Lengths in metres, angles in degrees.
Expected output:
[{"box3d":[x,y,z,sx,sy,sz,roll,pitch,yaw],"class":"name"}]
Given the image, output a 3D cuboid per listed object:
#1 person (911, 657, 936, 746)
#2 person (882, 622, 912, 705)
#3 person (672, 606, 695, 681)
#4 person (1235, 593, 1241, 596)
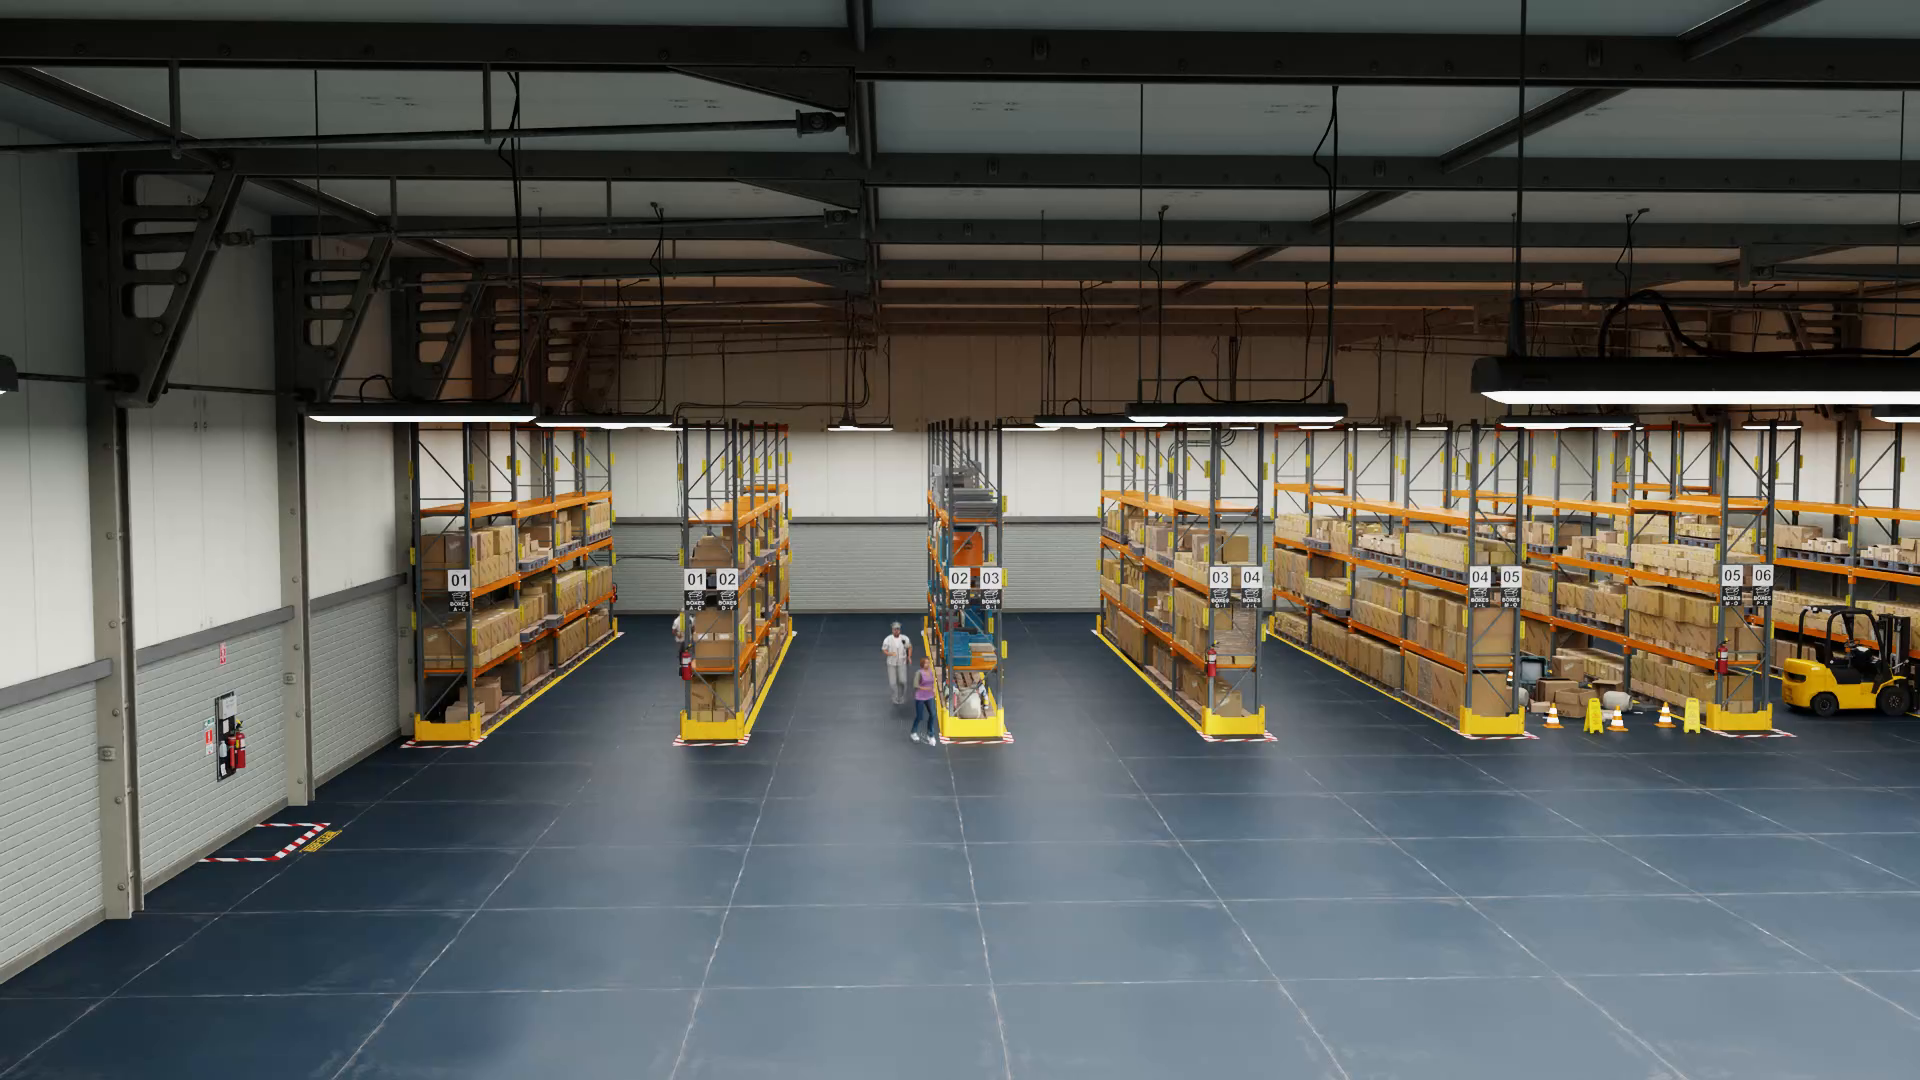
[{"box3d":[-0.653,2.968,30.666,0.549,1.659,0.717,-3,4,-34],"class":"person"},{"box3d":[-1.313,2.600,34.958,0.646,1.752,0.655,0,4,-4],"class":"person"},{"box3d":[-6.483,2.396,39.028,0.545,1.704,1.092,0,4,-4],"class":"person"},{"box3d":[8.101,1.883,48.142,0.734,1.578,0.651,-4,5,-45],"class":"person"}]
